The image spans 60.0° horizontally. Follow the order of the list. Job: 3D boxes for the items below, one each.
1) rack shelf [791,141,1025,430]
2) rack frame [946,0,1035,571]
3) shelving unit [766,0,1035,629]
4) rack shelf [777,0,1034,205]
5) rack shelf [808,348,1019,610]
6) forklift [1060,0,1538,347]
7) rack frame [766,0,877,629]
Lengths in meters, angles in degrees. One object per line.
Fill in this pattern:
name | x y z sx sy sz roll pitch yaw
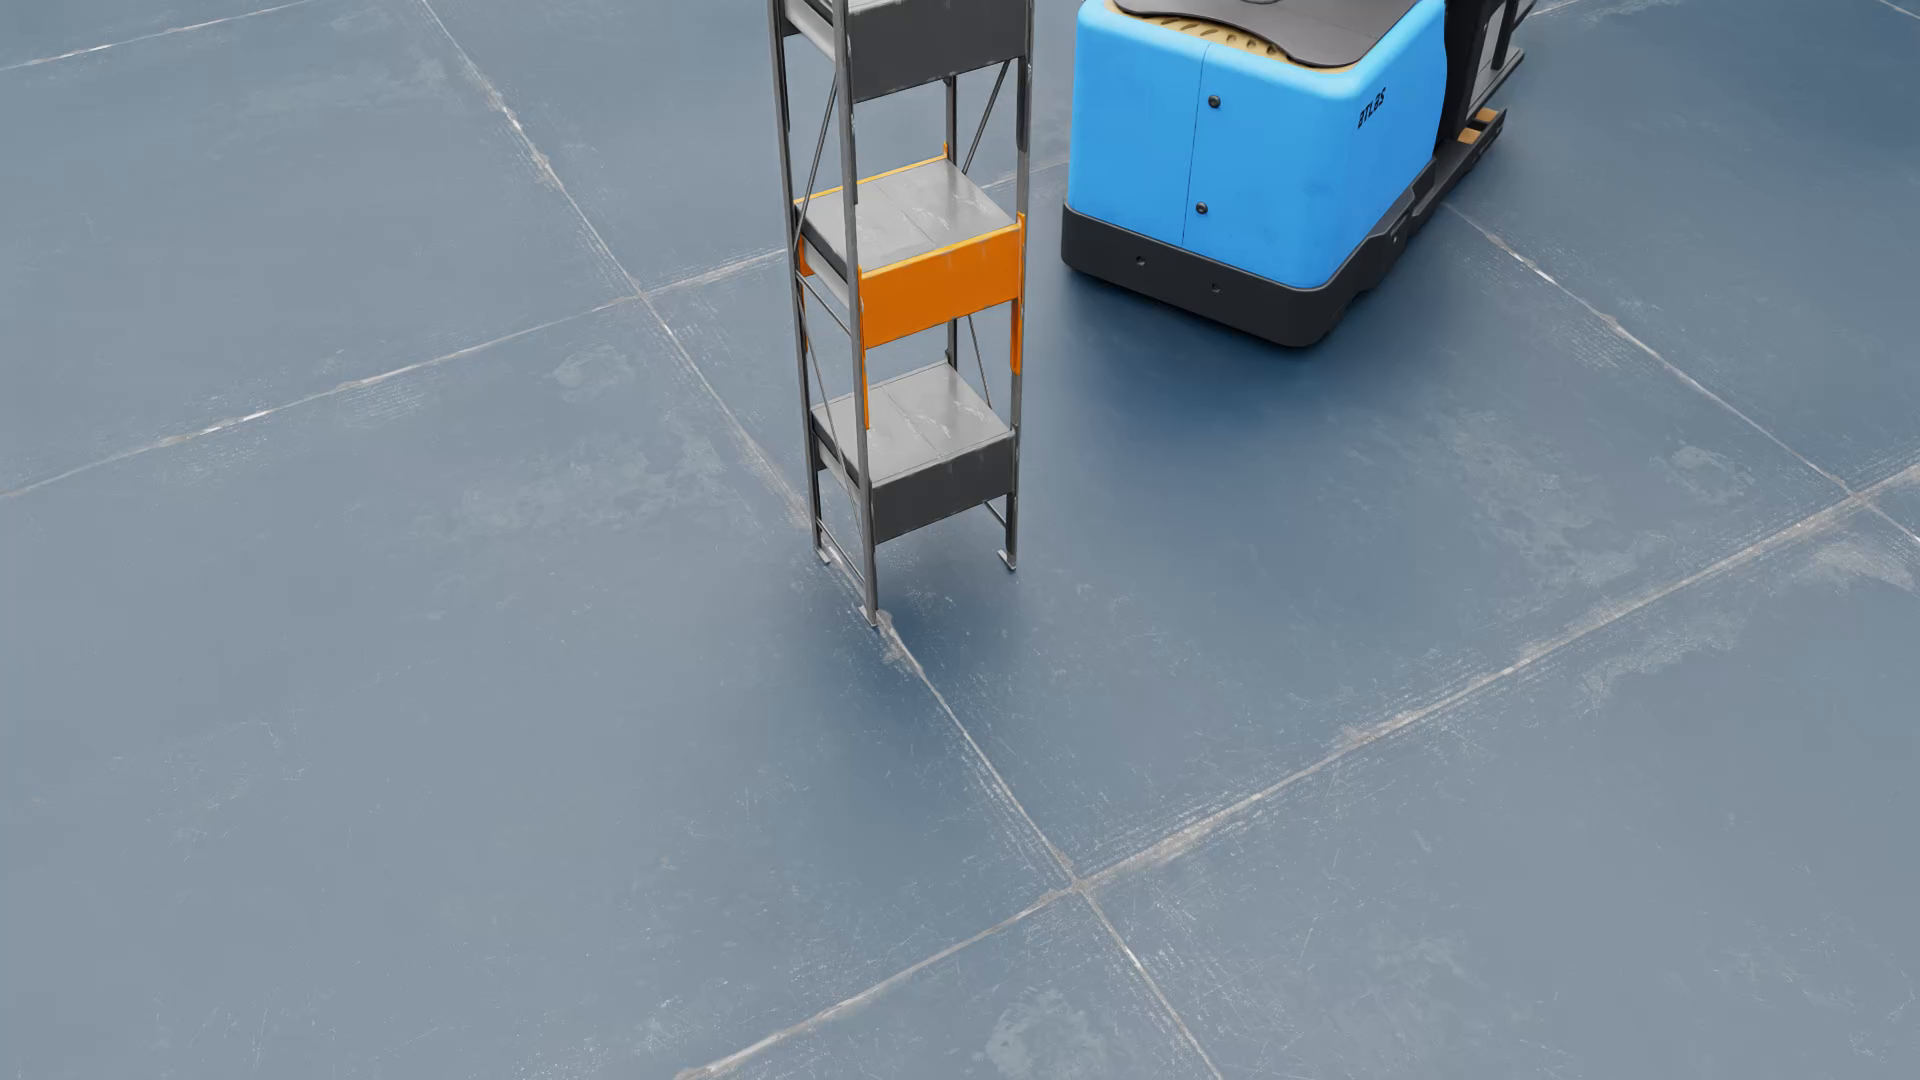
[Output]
rack shelf | -0.144 -0.686 4.469 0.480 0.518 0.431 -22 48 -21
rack frame | 0.068 -0.781 4.547 0.015 2.100 0.400 -22 48 -21
shelving unit | -0.144 -0.696 4.460 0.503 2.100 0.431 -22 48 -21
rack shelf | -0.144 -1.189 3.982 0.480 0.518 0.431 -22 48 -21
rack shelf | -0.144 -0.184 4.957 0.480 0.518 0.431 -22 48 -21
forklift | 1.605 -2.732 5.960 1.130 2.935 3.031 24 49 23
rack frame | -0.355 -0.611 4.372 0.015 2.100 0.400 -22 48 -21
